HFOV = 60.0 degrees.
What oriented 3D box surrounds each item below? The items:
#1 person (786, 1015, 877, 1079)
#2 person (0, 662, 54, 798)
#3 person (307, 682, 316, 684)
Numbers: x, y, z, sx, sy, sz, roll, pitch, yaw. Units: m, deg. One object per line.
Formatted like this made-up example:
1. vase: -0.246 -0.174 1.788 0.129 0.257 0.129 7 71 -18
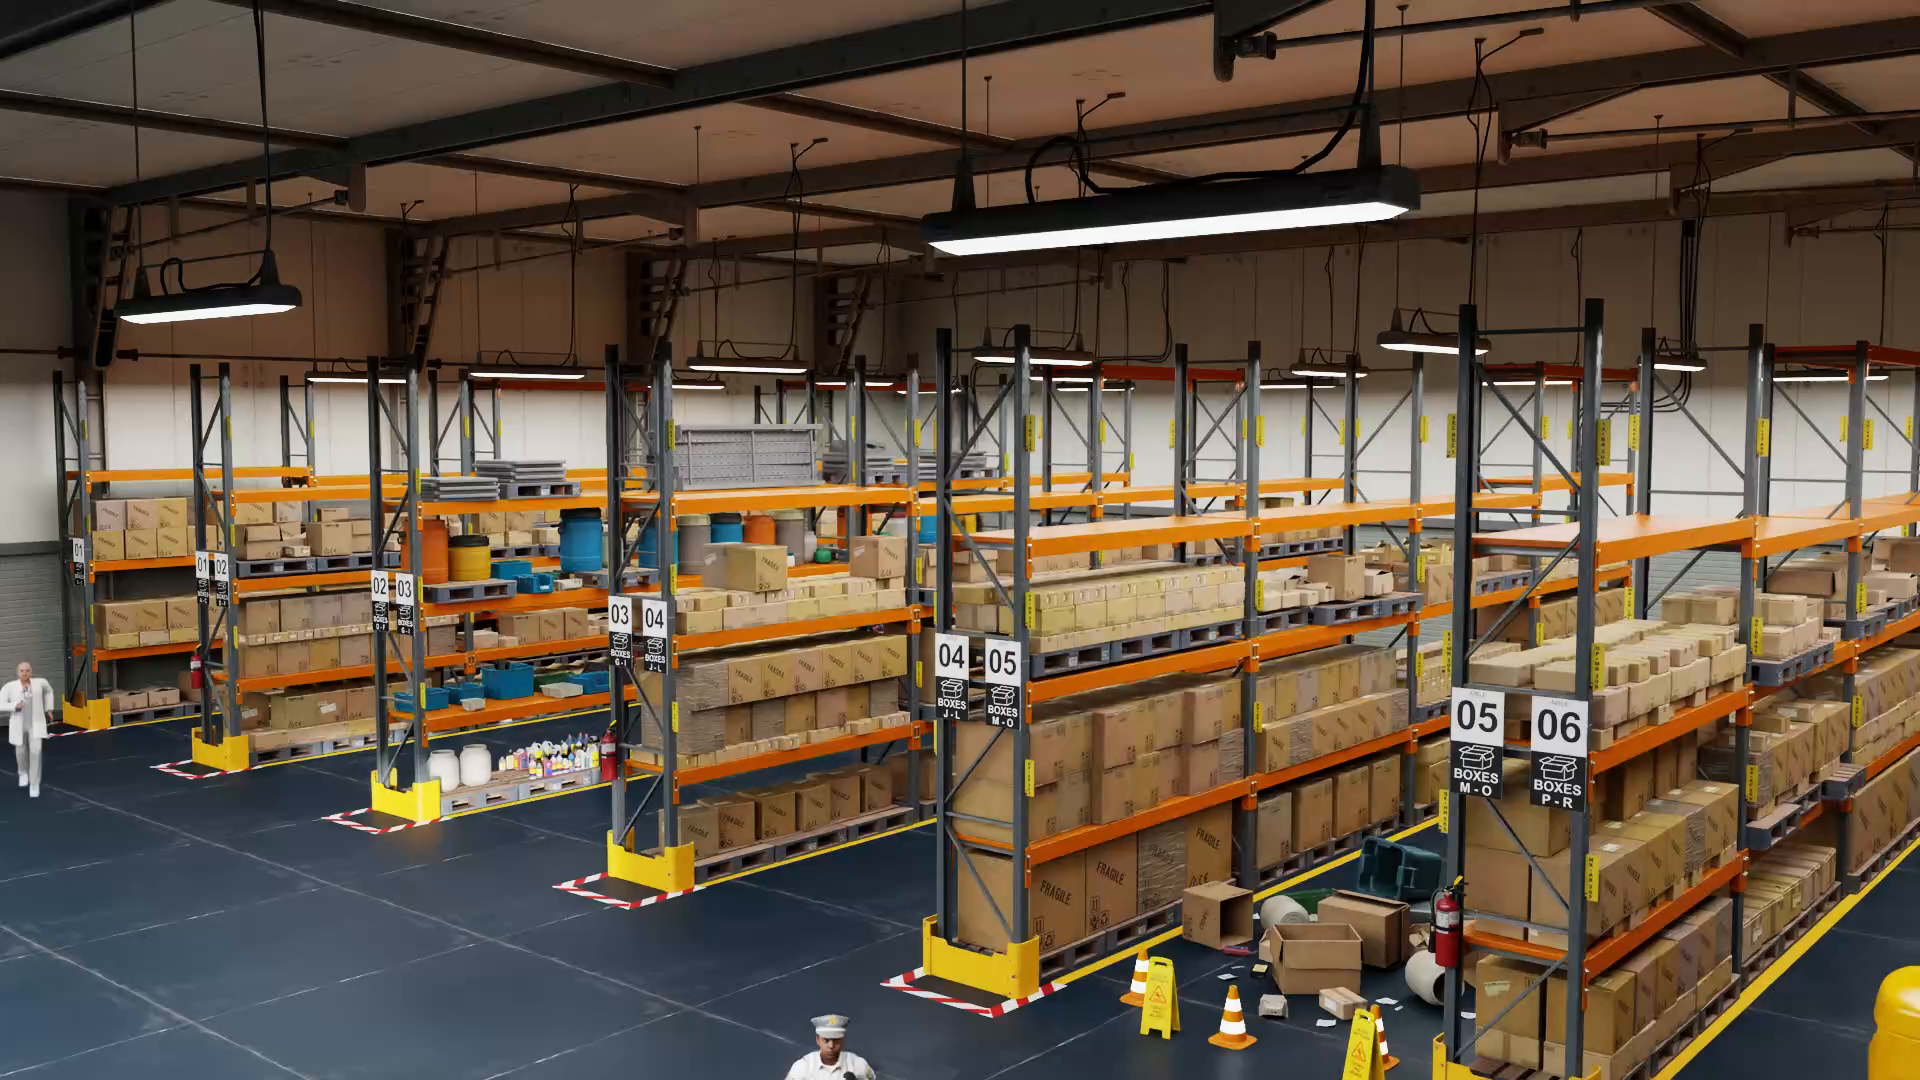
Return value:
1. person: -0.782 3.610 9.808 0.618 1.687 0.909 0 4 0
2. person: -12.943 2.593 23.056 0.680 1.822 0.977 -2 5 -30
3. person: -11.025 2.248 28.187 0.670 1.809 0.869 2 4 21
